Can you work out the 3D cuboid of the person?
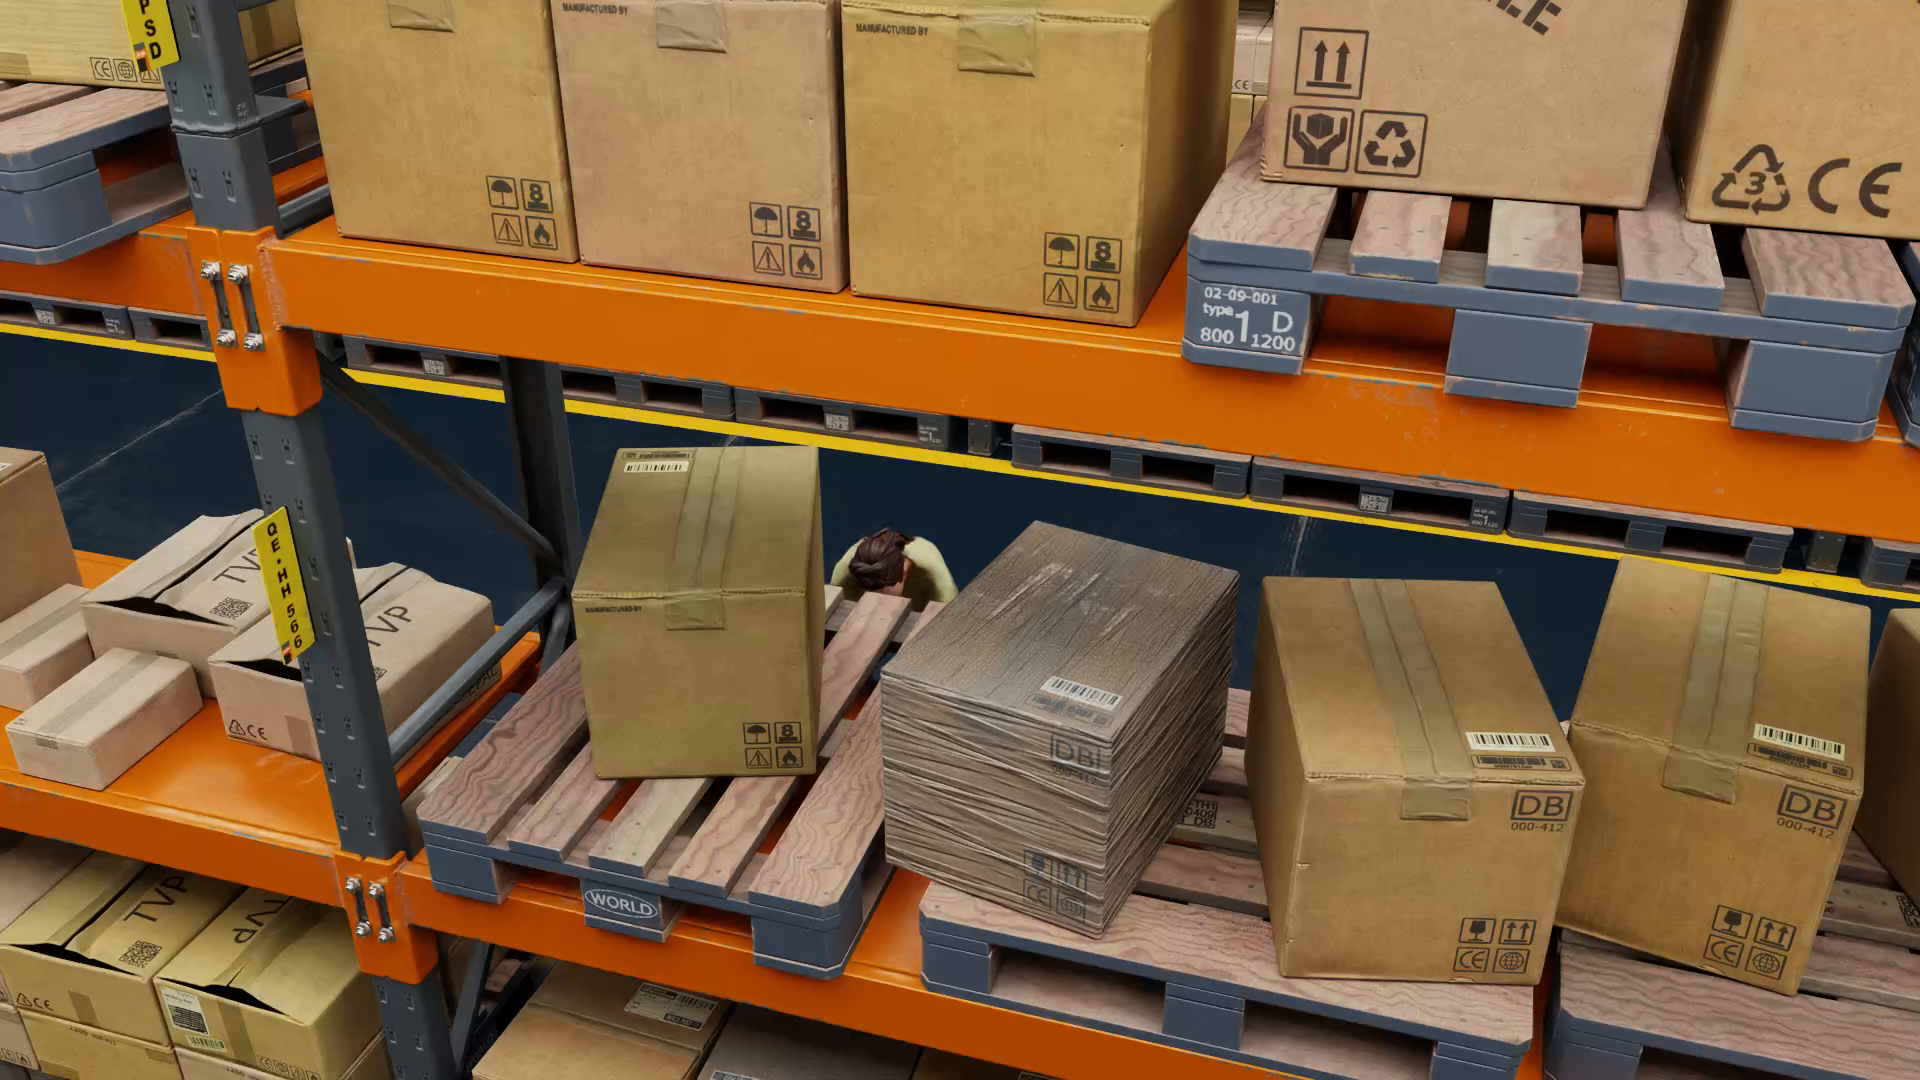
[{"bbox_3d":[-0.215,0.416,6.089,0.505,0.992,0.747,9,30,15],"label":"person"}]
